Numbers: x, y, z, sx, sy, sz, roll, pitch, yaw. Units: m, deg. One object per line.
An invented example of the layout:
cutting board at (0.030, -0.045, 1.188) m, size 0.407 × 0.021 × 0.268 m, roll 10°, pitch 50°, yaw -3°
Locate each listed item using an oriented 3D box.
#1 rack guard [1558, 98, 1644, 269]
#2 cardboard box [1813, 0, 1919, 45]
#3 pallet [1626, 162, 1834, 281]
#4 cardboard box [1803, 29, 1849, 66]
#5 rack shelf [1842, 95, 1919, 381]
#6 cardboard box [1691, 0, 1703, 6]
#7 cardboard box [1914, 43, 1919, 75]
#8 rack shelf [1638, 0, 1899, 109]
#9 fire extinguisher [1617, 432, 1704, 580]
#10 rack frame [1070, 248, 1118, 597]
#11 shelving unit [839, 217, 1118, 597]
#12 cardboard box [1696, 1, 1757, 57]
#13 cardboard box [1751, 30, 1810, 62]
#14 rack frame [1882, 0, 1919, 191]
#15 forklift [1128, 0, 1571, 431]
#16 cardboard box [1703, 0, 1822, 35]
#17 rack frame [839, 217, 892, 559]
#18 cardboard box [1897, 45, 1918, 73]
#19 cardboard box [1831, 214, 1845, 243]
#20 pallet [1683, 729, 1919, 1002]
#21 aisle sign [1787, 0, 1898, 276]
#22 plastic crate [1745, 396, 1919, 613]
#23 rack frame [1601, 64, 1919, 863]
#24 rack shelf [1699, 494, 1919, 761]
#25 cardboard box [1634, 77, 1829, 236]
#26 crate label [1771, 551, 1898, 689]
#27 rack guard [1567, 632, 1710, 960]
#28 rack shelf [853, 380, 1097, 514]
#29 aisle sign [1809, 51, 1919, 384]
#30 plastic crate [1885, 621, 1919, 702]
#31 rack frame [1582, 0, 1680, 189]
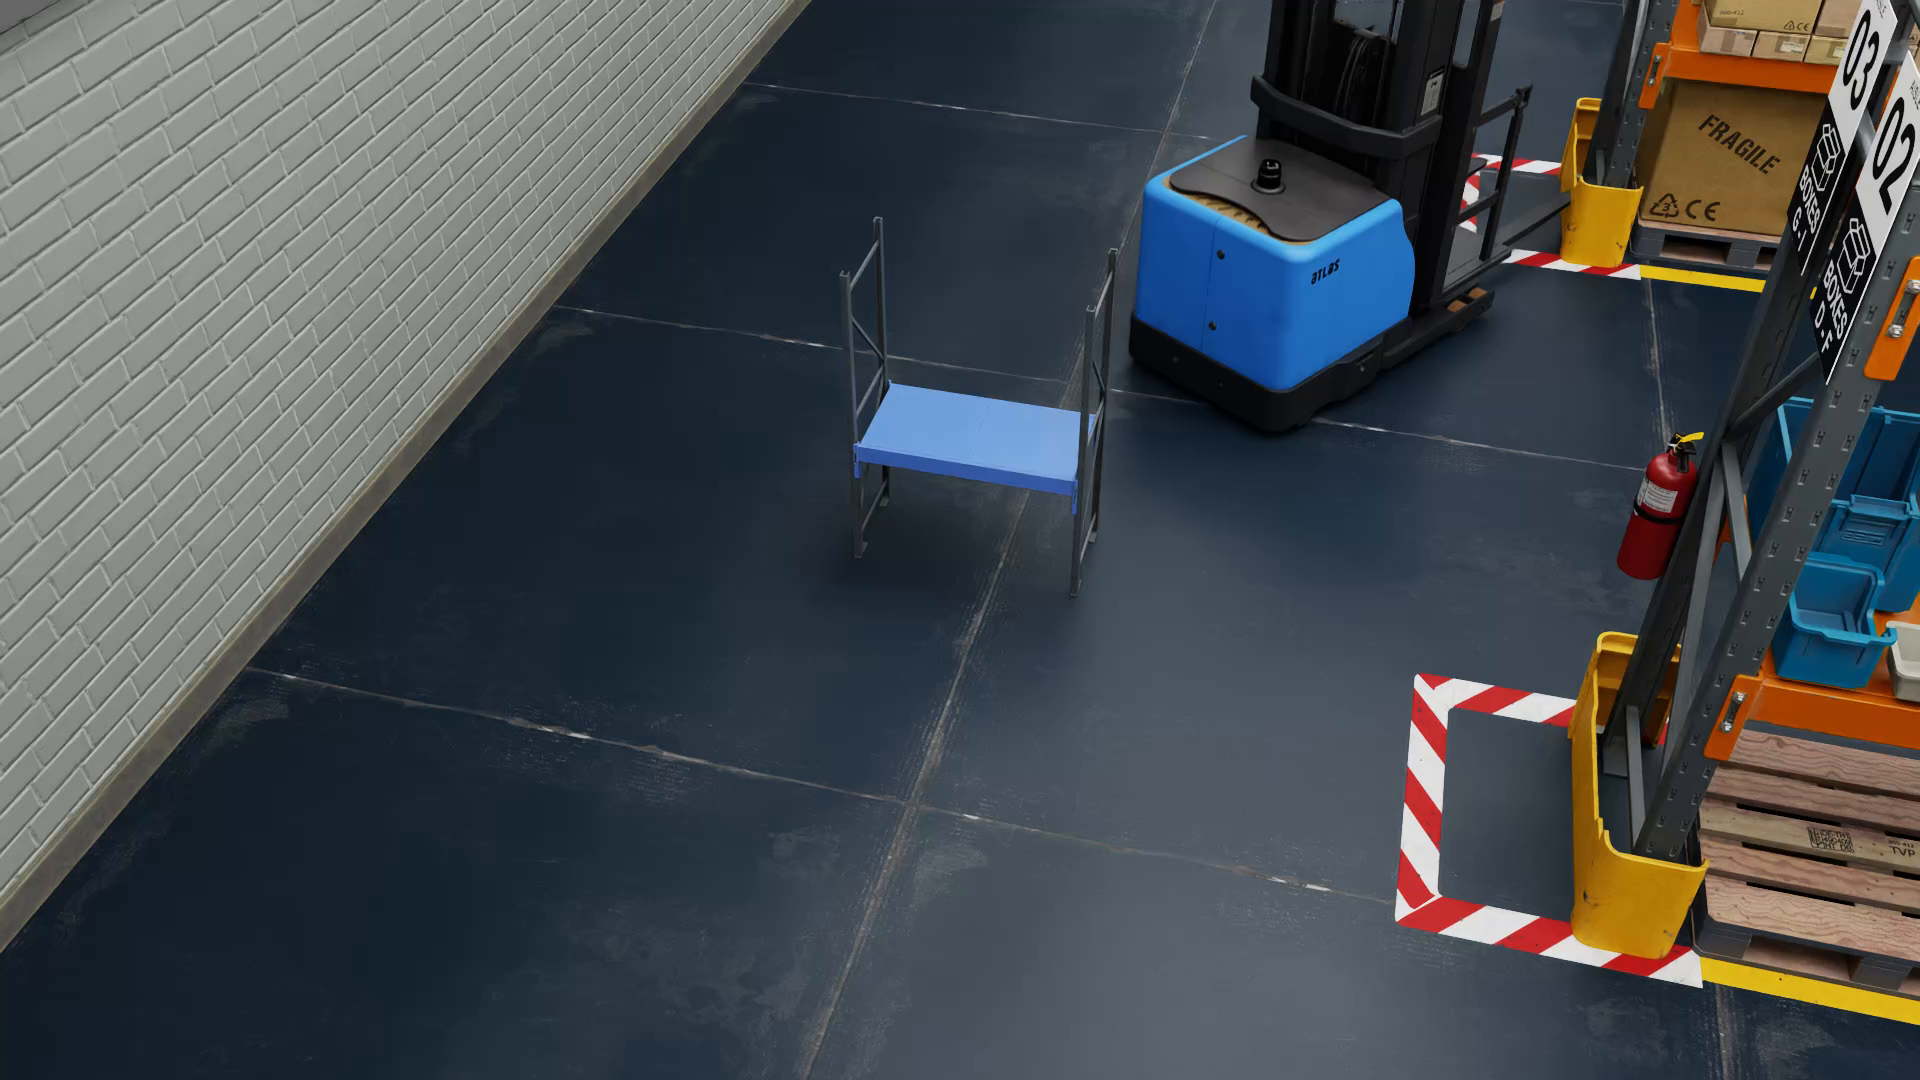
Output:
rack guard at (3.820, -2.149, 9.945) m, size 0.348 × 0.500 × 1.175 m, roll 10°, pitch 41°, yaw 11°
cardboard box at (4.741, -2.829, 8.696) m, size 0.500 × 0.250 × 0.500 m, roll 9°, pitch 41°, yaw 11°
pallet at (4.635, -1.950, 9.933) m, size 1.213 × 0.211 × 1.003 m, roll 10°, pitch 41°, yaw 11°
cardboard box at (4.596, -2.658, 8.803) m, size 0.250 × 0.149 × 0.380 m, roll 9°, pitch 41°, yaw 10°
rack shelf at (4.494, -0.566, 4.343) m, size 4.000 × 0.370 × 1.077 m, roll 10°, pitch 41°, yaw 11°
cardboard box at (4.272, -3.152, 9.390) m, size 0.250 × 0.149 × 0.380 m, roll 11°, pitch 41°, yaw 12°
cardboard box at (5.094, -2.573, 8.701) m, size 0.250 × 0.149 × 0.380 m, roll 9°, pitch 41°, yaw 11°
rack shelf at (5.775, -2.495, 8.972) m, size 4.000 × 0.370 × 1.077 m, roll 10°, pitch 41°, yaw 11°
fire extinguisher at (2.534, -0.160, 5.983) m, size 0.183 × 0.674 × 0.296 m, roll 10°, pitch 41°, yaw 11°
rack frame at (0.573, -0.476, 7.175) m, size 0.032 × 1.500 × 0.500 m, roll 10°, pitch 41°, yaw 11°
shelving unit at (0.082, -0.560, 7.275) m, size 1.048 × 1.500 × 0.538 m, roll 10°, pitch 41°, yaw 11°
cardboard box at (4.100, -2.742, 8.903) m, size 0.250 × 0.149 × 0.380 m, roll 10°, pitch 41°, yaw 12°
cardboard box at (4.349, -2.701, 8.853) m, size 0.250 × 0.149 × 0.380 m, roll 9°, pitch 41°, yaw 11°
rack frame at (2.562, -2.323, 3.543) m, size 0.127 × 3.000 × 1.000 m, roll 10°, pitch 41°, yaw 11°
forklift at (2.320, -2.490, 8.460) m, size 3.031 × 2.935 × 1.130 m, roll -31°, pitch 49°, yaw -31°
cardboard box at (4.237, -2.912, 8.794) m, size 0.500 × 0.250 × 0.500 m, roll 9°, pitch 41°, yaw 10°
rack frame at (-0.409, -0.645, 7.376) m, size 0.032 × 1.500 × 0.500 m, roll 10°, pitch 41°, yaw 11°
cardboard box at (4.848, -2.616, 8.752) m, size 0.250 × 0.149 × 0.380 m, roll 9°, pitch 41°, yaw 11°
cardboard box at (5.361, -2.242, 9.437) m, size 0.875 × 0.875 × 0.875 m, roll 10°, pitch 41°, yaw 11°
pallet at (3.349, 1.204, 6.177) m, size 1.213 × 0.211 × 1.003 m, roll 10°, pitch 41°, yaw 11°
aisle sign at (2.569, -1.215, 4.867) m, size 0.004 × 0.787 × 0.394 m, roll 10°, pitch 41°, yaw 11°
plastic crate at (2.934, -0.122, 5.514) m, size 0.499 × 0.435 × 0.616 m, roll 10°, pitch 41°, yaw 11°
rack frame at (2.562, -0.025, 5.473) m, size 0.127 × 3.000 × 1.000 m, roll 10°, pitch 41°, yaw 11°
rack shelf at (4.494, 0.582, 5.308) m, size 4.000 × 0.370 × 1.077 m, roll 10°, pitch 41°, yaw 11°
cardboard box at (4.482, -2.393, 9.617) m, size 0.875 × 0.875 × 0.875 m, roll 10°, pitch 41°, yaw 11°
crate label at (2.716, 0.261, 5.215) m, size 0.303 × 0.233 × 0.416 m, roll 10°, pitch 41°, yaw 11°
rack guard at (2.536, 0.936, 6.272) m, size 0.348 × 0.500 × 1.175 m, roll 10°, pitch 41°, yaw 11°
rack shelf at (0.082, -0.422, 7.391) m, size 1.000 × 0.185 × 0.538 m, roll 10°, pitch 41°, yaw 11°
aisle sign at (2.416, -0.848, 4.431) m, size 0.004 × 0.787 × 0.394 m, roll 10°, pitch 41°, yaw 11°
plastic crate at (3.004, 0.403, 5.121) m, size 0.298 × 0.136 × 0.250 m, roll 10°, pitch 41°, yaw 11°
rack frame at (3.843, -3.103, 9.136) m, size 0.127 × 3.000 × 1.000 m, roll 10°, pitch 41°, yaw 11°
